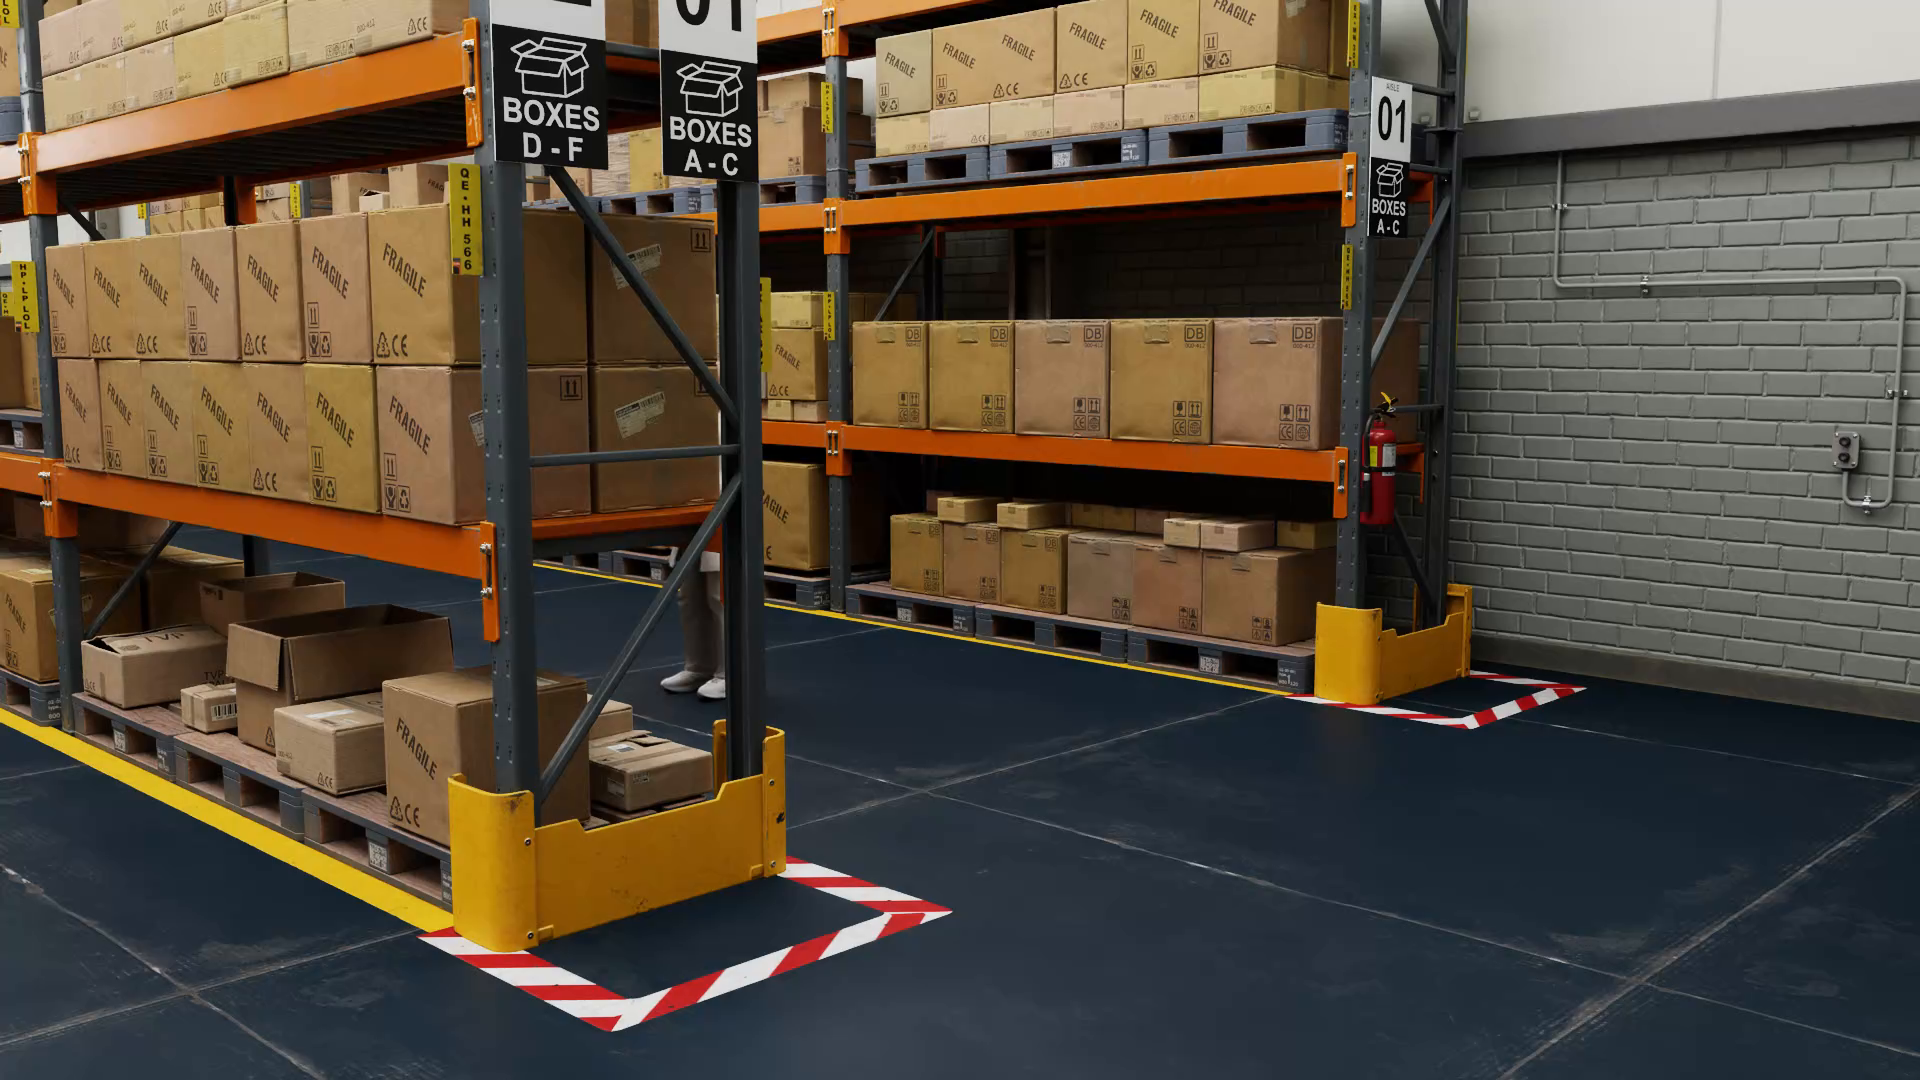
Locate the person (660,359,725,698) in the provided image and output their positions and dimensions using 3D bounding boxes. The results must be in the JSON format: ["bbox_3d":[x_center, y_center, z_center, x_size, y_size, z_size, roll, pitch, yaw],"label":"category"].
[{"bbox_3d":[-1.374,-0.061,8.789,0.559,1.782,0.517,6,9,43],"label":"person"}]
